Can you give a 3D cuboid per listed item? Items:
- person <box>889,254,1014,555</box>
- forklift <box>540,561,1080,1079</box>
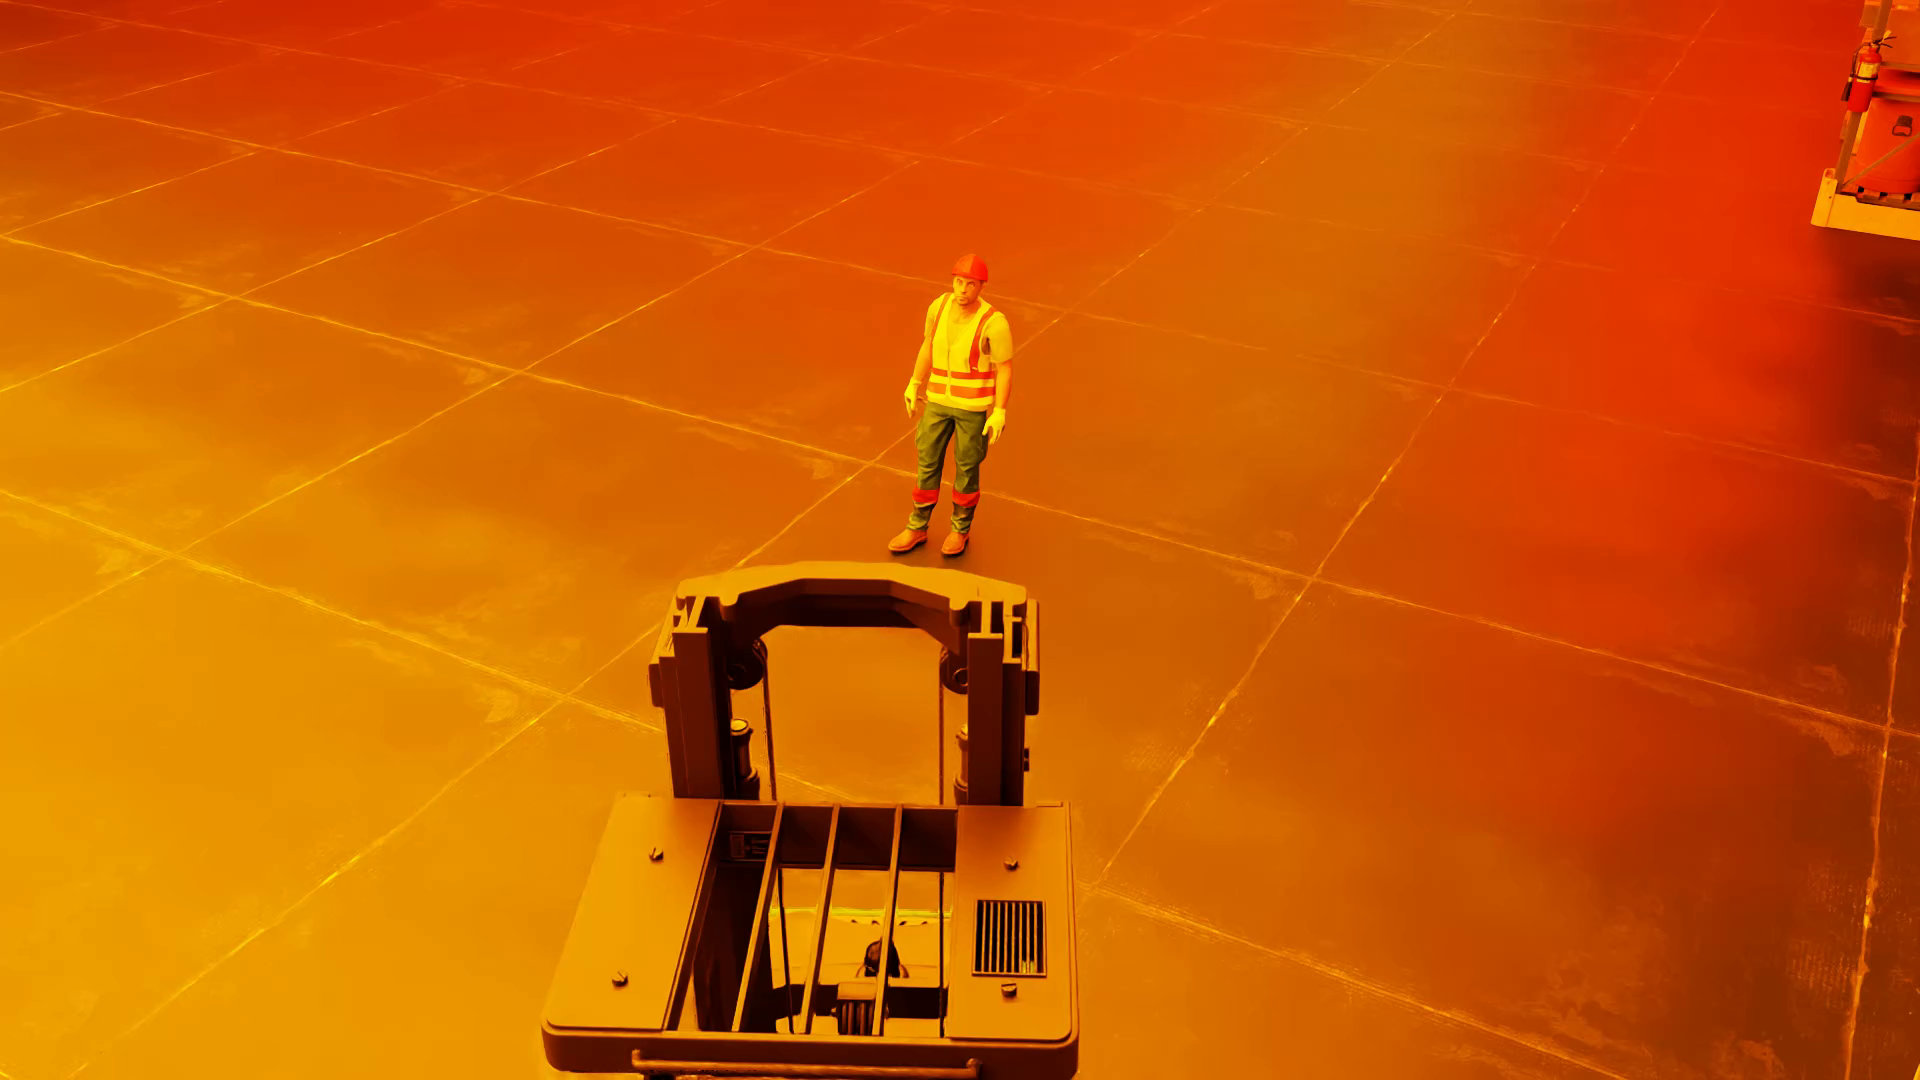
[{"bbox_3d":[-0.049,-0.749,9.497,0.637,1.787,0.564,15,33,25],"label":"person"},{"bbox_3d":[-0.290,1.652,4.209,1.130,2.935,3.031,1,30,2],"label":"forklift"}]
